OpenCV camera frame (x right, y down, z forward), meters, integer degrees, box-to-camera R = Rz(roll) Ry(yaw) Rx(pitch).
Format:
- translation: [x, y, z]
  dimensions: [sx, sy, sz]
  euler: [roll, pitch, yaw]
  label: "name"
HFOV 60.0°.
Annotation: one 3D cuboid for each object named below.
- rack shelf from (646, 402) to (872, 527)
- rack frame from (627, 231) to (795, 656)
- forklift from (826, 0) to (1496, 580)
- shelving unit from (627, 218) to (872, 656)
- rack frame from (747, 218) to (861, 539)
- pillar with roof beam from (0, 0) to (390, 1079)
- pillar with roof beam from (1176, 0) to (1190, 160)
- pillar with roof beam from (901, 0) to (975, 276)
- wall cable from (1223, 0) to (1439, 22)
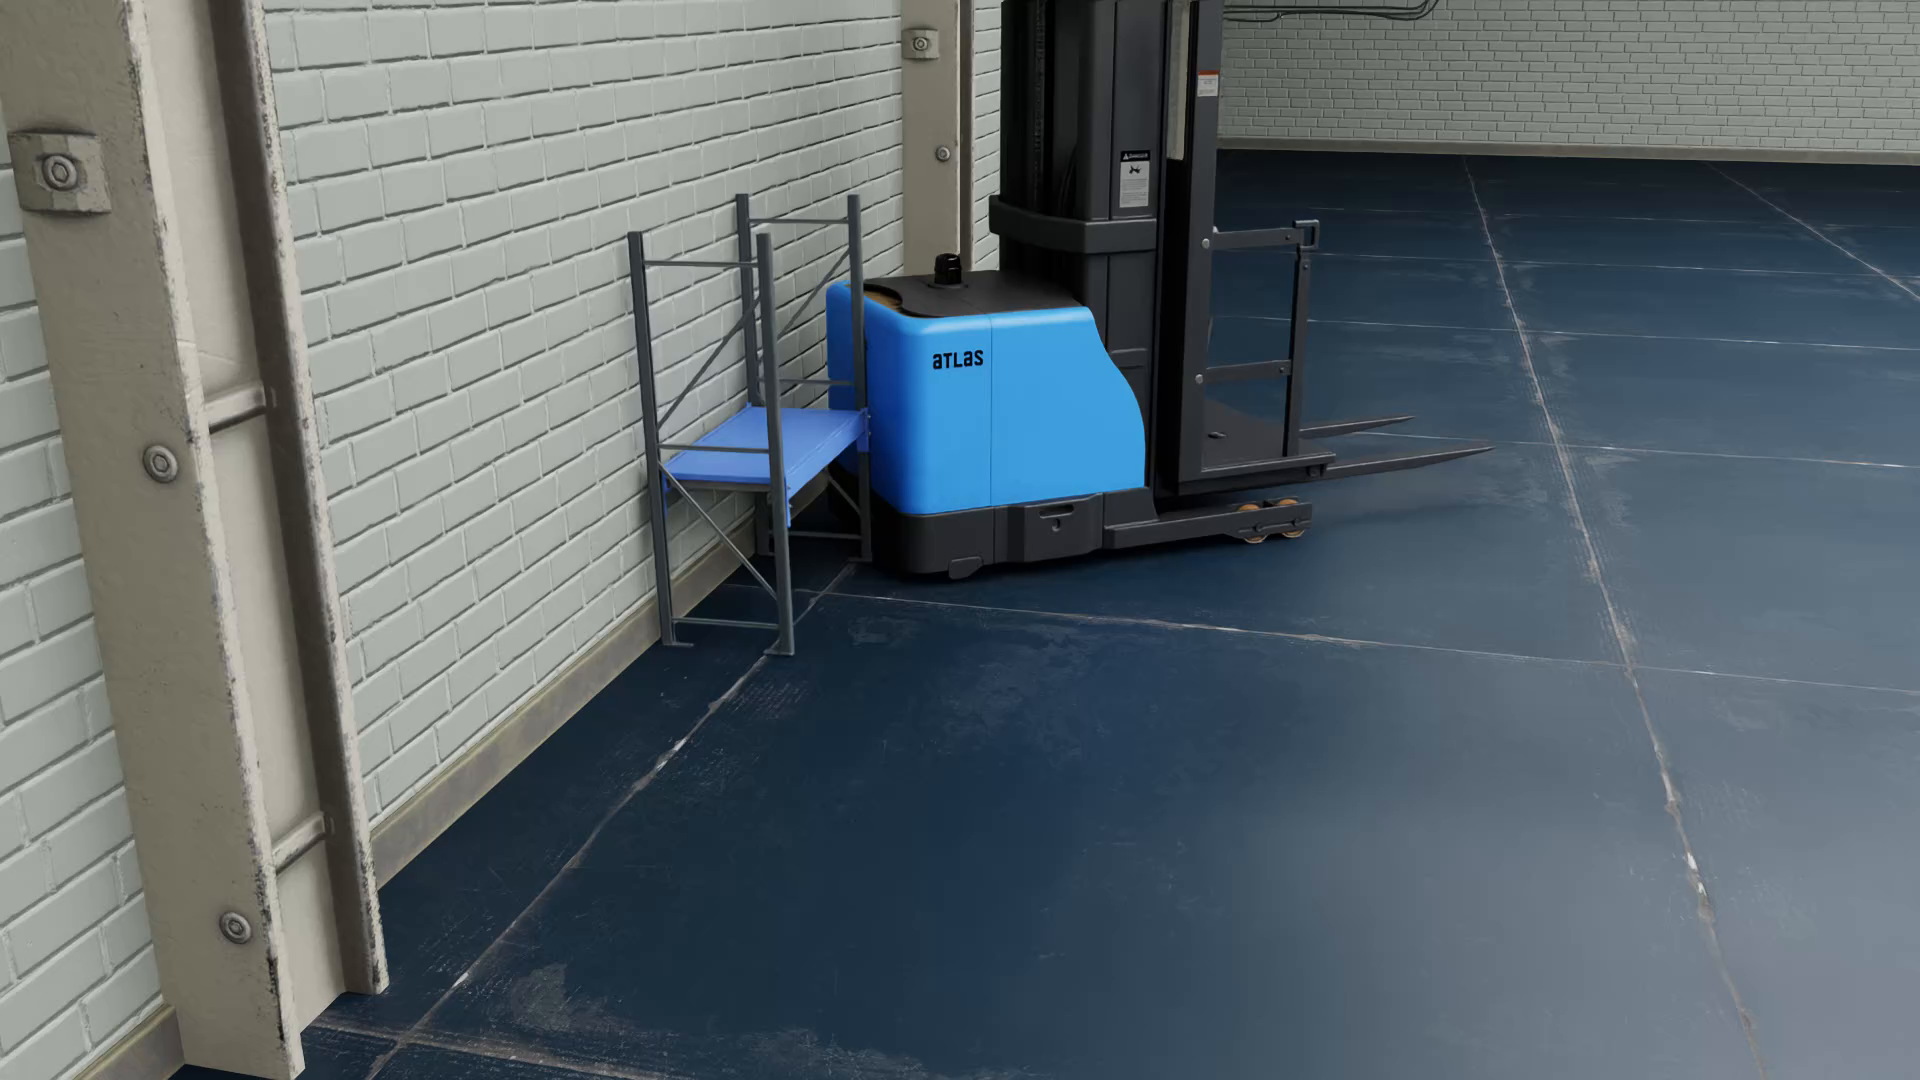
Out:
- translation: [-0.733, -0.304, 6.299]
  dimensions: [0.538, 0.185, 1.000]
  euler: [3, 19, 13]
  label: "rack shelf"
- translation: [-0.855, -0.313, 5.774]
  dimensions: [0.500, 1.500, 0.032]
  euler: [3, 19, 13]
  label: "rack frame"
- translation: [0.980, -1.520, 7.103]
  dimensions: [3.031, 2.935, 1.130]
  euler: [-8, 20, -21]
  label: "forklift"
- translation: [-0.738, -0.472, 6.237]
  dimensions: [0.538, 1.500, 1.039]
  euler: [3, 19, 13]
  label: "shelving unit"
- translation: [-0.620, -0.635, 6.709]
  dimensions: [0.475, 1.308, 0.013]
  euler: [3, 19, 13]
  label: "rack frame"
- translation: [2.594, -2.794, 1.446]
  dimensions: [9.100, 9.000, 0.400]
  euler: [5, 19, 13]
  label: "pillar with roof beam"
- translation: [6.992, -8.436, 17.964]
  dimensions: [9.100, 9.000, 0.400]
  euler: [5, 19, 13]
  label: "pillar with roof beam"
- translation: [4.060, -4.675, 6.952]
  dimensions: [9.100, 9.000, 0.400]
  euler: [5, 19, 13]
  label: "pillar with roof beam"
- translation: [4.819, -8.125, 21.859]
  dimensions: [3.097, 2.526, 0.112]
  euler: [5, 19, 13]
  label: "wall cable"
